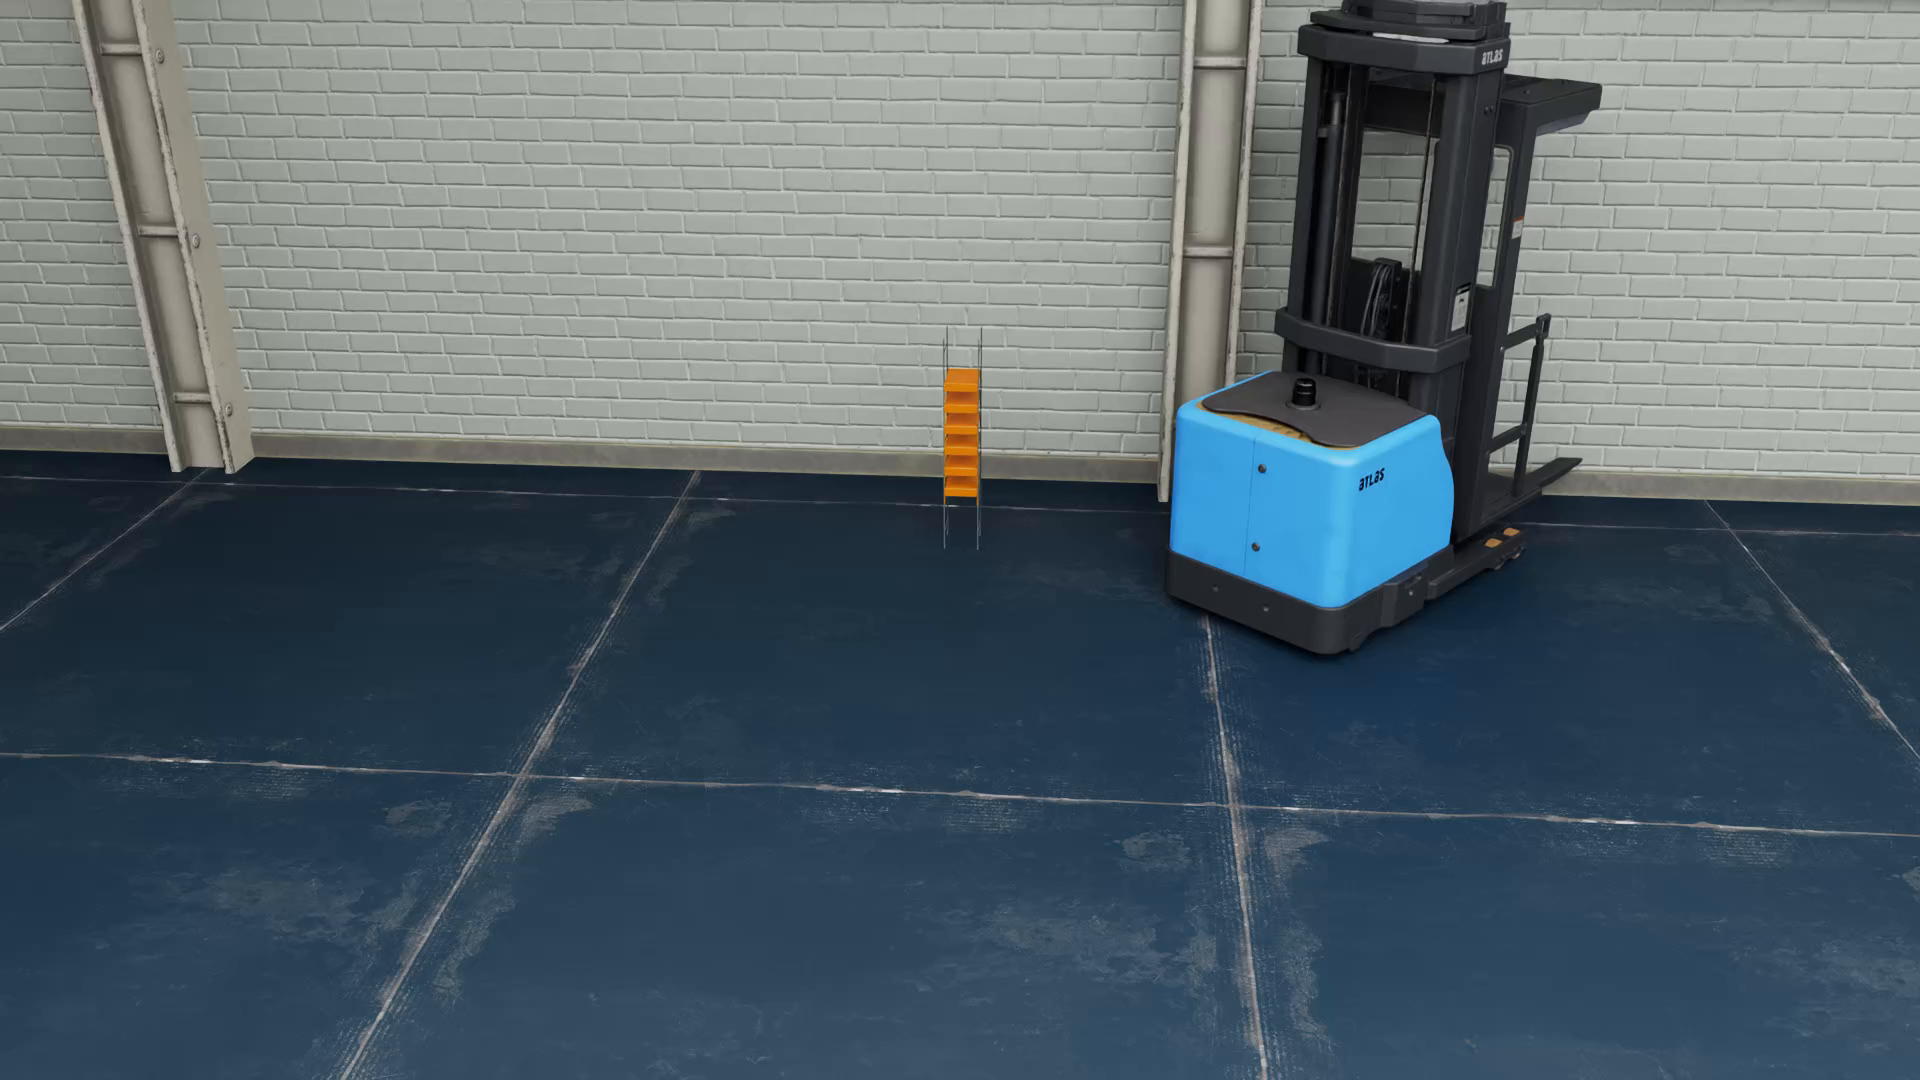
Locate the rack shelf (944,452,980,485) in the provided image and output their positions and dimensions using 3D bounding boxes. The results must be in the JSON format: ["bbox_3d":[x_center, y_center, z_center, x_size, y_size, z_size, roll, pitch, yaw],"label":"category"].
[{"bbox_3d":[0.014,-0.395,9.067,0.180,0.103,0.258,2,25,4],"label":"rack shelf"}]

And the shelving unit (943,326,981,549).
[{"bbox_3d":[-11.026,-0.020,7.140,21.905,1.800,5.752,2,25,4],"label":"shelving unit"}]

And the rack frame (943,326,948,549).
[{"bbox_3d":[-0.077,-0.548,9.005,0.006,1.200,0.240,2,25,4],"label":"rack frame"}]

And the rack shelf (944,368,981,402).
[{"bbox_3d":[0.014,-0.831,8.866,0.180,0.103,0.258,2,25,4],"label":"rack shelf"}]
